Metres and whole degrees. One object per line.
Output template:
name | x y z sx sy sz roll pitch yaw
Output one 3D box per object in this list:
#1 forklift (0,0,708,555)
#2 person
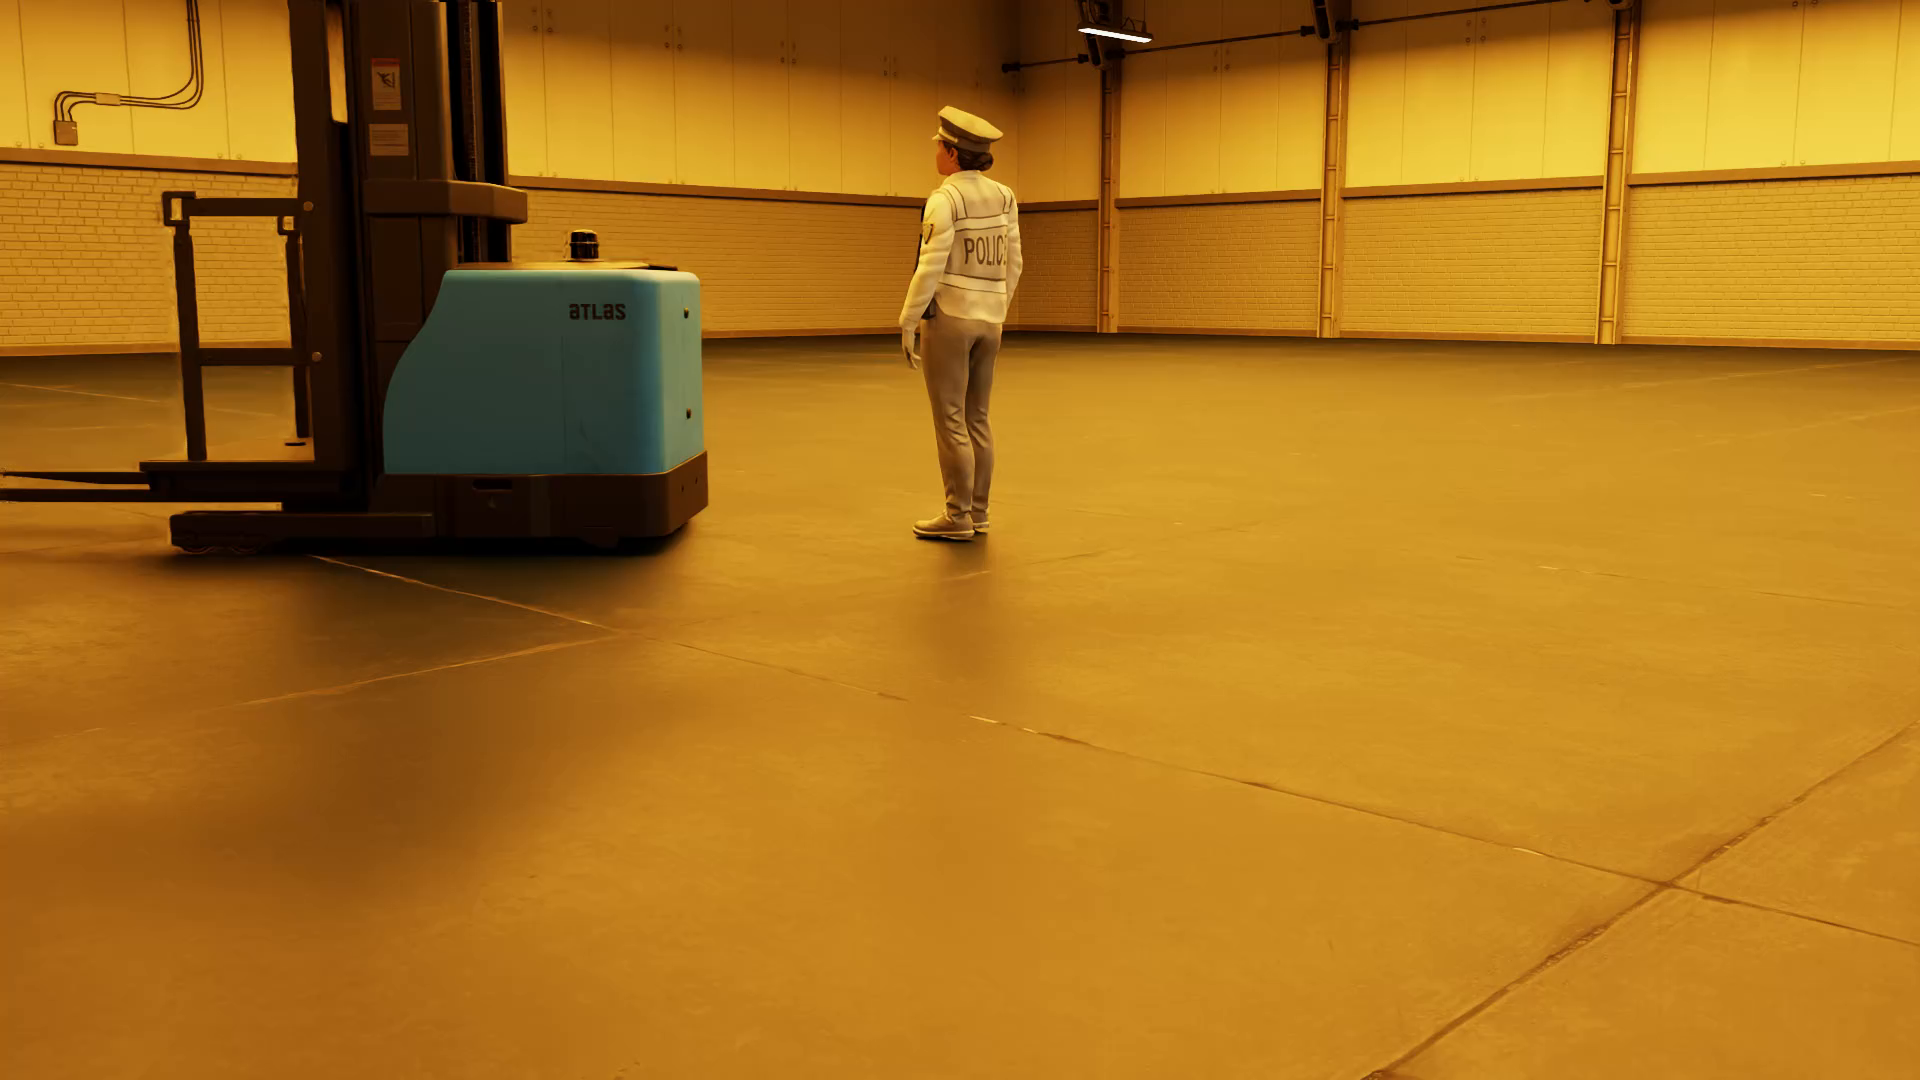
forklift | -2.618 -1.469 6.632 3.031 2.935 1.130 0 9 1
person | -0.044 -0.853 6.642 0.532 1.694 0.586 8 12 43
